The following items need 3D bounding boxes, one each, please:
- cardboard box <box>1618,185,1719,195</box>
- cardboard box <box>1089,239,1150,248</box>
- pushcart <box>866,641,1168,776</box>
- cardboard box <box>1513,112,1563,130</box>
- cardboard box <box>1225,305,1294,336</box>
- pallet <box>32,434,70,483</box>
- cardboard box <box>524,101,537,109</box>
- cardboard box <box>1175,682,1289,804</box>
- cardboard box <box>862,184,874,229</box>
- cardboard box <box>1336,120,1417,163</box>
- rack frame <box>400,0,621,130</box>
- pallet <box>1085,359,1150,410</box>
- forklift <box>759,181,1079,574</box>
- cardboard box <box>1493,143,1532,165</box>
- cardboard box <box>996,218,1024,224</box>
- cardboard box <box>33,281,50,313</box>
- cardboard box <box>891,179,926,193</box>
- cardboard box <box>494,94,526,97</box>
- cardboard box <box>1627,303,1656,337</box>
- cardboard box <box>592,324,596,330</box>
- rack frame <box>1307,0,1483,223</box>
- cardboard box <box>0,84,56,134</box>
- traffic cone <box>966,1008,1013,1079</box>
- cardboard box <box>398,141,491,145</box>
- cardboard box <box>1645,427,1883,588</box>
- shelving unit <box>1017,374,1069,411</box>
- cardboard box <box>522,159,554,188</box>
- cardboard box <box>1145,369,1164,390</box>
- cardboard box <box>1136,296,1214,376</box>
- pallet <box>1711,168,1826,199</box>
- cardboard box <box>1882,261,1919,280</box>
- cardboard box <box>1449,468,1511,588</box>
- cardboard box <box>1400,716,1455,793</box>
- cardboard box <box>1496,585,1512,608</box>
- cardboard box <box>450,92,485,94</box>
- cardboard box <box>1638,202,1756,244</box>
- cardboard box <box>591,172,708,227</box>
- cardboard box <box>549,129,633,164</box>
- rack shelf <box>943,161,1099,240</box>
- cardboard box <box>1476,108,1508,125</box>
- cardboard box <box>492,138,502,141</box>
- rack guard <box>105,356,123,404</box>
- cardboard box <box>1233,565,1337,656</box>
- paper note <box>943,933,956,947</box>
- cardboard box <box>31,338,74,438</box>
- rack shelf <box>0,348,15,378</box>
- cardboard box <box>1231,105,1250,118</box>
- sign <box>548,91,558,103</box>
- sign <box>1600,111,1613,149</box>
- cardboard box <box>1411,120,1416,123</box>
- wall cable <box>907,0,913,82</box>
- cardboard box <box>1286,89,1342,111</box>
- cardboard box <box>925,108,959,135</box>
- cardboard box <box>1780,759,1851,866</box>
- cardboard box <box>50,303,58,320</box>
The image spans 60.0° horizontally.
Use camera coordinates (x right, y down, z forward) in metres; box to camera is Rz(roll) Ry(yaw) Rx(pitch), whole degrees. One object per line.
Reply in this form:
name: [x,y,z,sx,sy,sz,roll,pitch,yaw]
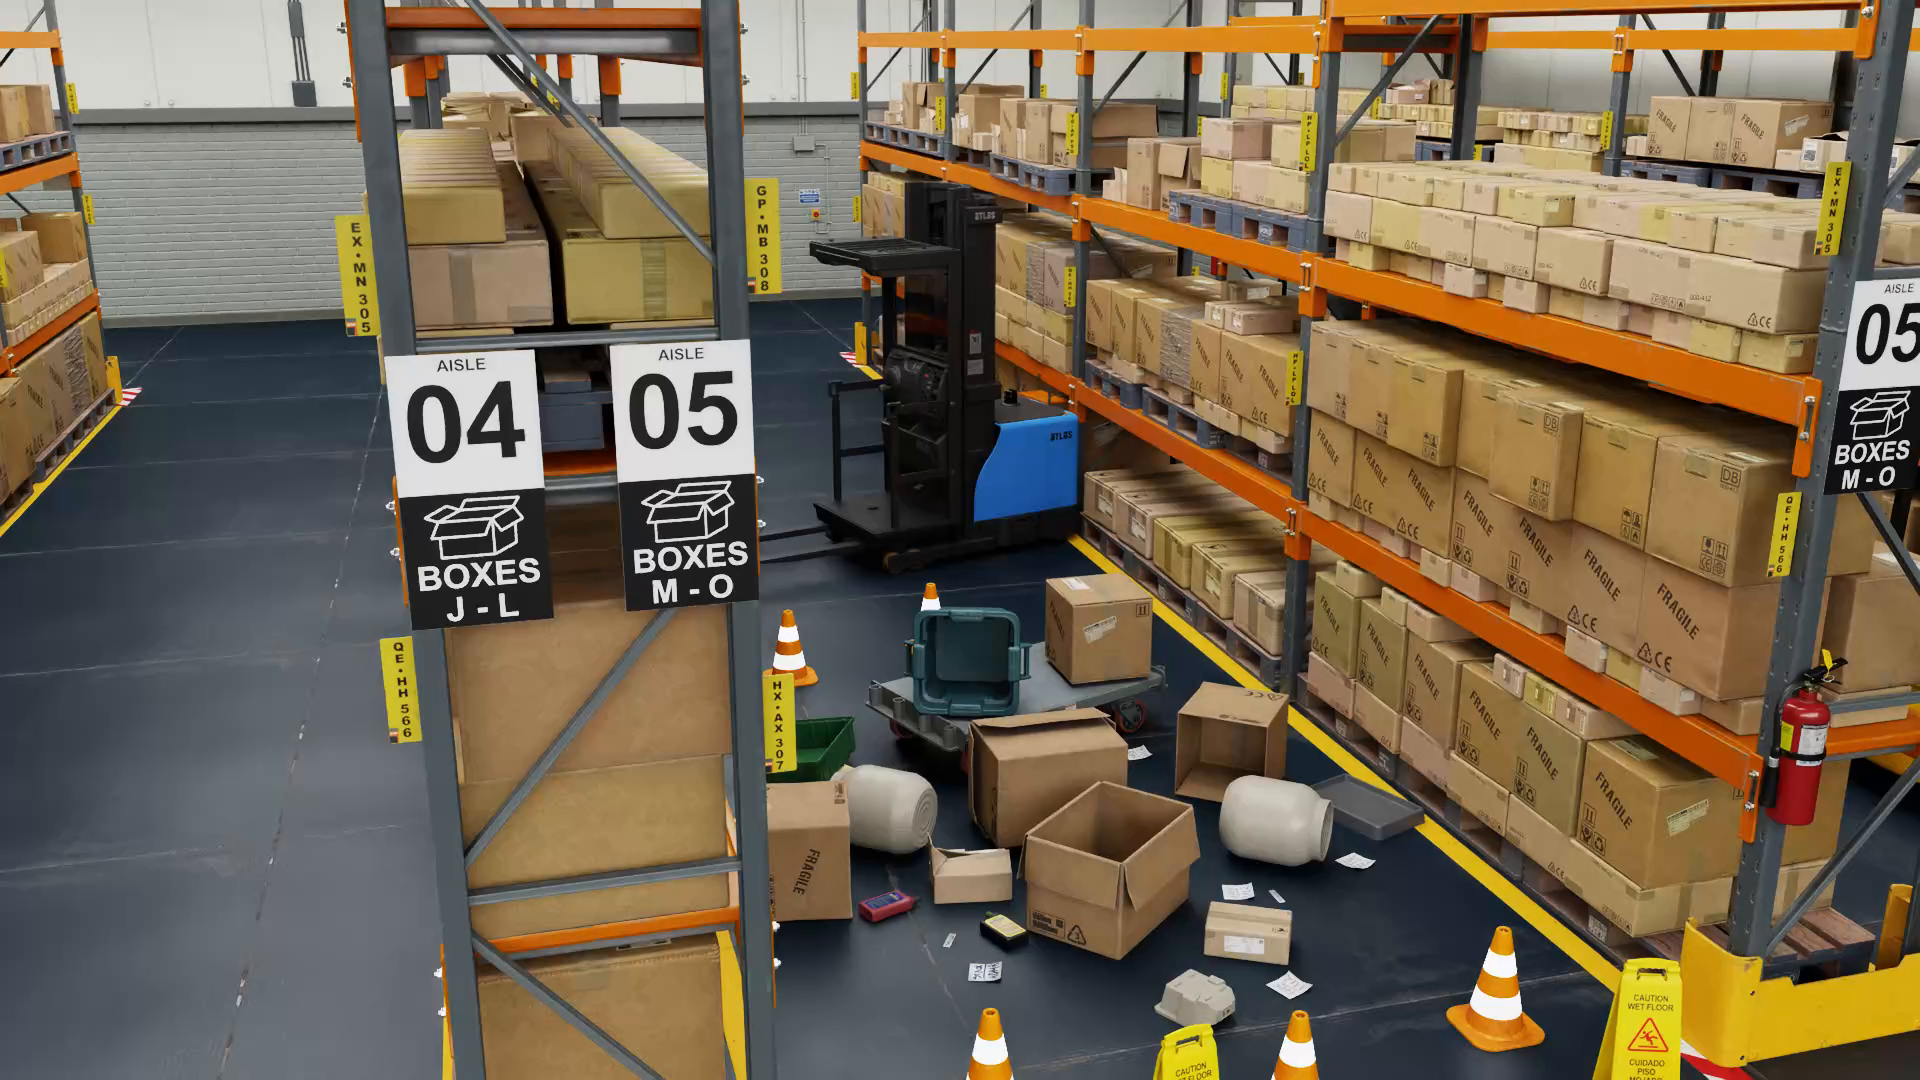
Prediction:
cardboard box: [3.342,-1.588,7.860,0.380,0.149,0.250,-4,17,-14]
cardboard box: [1.387,-2.384,14.761,0.500,0.500,0.500,-5,17,-15]
pushcart: [0.354,0.992,9.994,1.648,0.377,0.936,-12,20,-34]
cardboard box: [5.541,-4.017,15.948,0.380,0.149,0.250,-5,17,-16]
cardboard box: [1.987,-1.460,11.049,0.380,0.149,0.250,-5,17,-17]
pallet: [-9.328,-0.769,16.144,1.003,0.211,1.213,-5,17,-15]
cardboard box: [-4.245,-4.146,16.027,0.380,0.149,0.250,-5,17,-16]
cardboard box: [1.519,1.142,9.278,0.500,0.500,0.500,7,18,23]
cardboard box: [-0.907,-4.149,20.638,0.500,0.500,0.500,-5,17,-16]
cardboard box: [2.611,-2.594,10.821,0.500,0.250,0.500,-5,17,-16]
rack frame: [-2.199,-2.912,8.004,1.000,3.000,0.127,-5,17,-15]
pallet: [1.732,-1.284,13.346,1.213,0.211,1.003,-5,17,-15]
forklift: [-0.534,-1.312,13.224,3.031,2.935,1.130,-10,19,-30]
cardboard box: [5.554,-3.723,16.179,0.500,0.250,0.500,-5,17,-15]
cardboard box: [0.345,-2.915,16.530,0.500,0.500,0.500,-5,17,-16]
cardboard box: [-9.351,-2.390,16.437,0.500,0.250,0.500,-4,17,-14]
cardboard box: [-0.591,-4.135,19.464,0.380,0.149,0.250,-5,17,-15]
cardboard box: [-4.890,-4.798,18.196,0.380,0.149,0.250,-5,17,-17]
cardboard box: [3.119,-0.962,7.164,0.380,0.149,0.250,-5,17,-15]
cardboard box: [-1.095,-0.828,5.812,0.380,0.149,0.250,-5,17,-15]
rack frame: [2.533,-3.331,9.400,1.000,3.000,0.127,-5,17,-15]
cardboard box: [-10.099,-4.588,17.720,0.700,0.500,0.500,-6,18,-19]
traffic cone: [0.120,2.023,6.412,0.336,0.463,0.334,-5,17,-15]
cardboard box: [-2.144,-1.577,6.919,0.380,0.149,0.250,-5,17,-15]
cardboard box: [3.282,-0.145,6.792,0.700,0.500,0.500,-5,17,-17]
shelving unit: [0.712,-0.808,14.529,0.258,1.200,0.503,-8,20,-30]
cardboard box: [-1.817,-1.679,7.954,0.500,0.250,0.500,-5,17,-16]
cardboard box: [1.617,-1.242,12.581,0.380,0.149,0.250,-4,17,-12]
cardboard box: [1.637,-1.523,12.388,0.500,0.500,0.500,-4,17,-14]
pallet: [6.788,-2.814,13.222,1.003,0.211,1.213,-4,17,-13]
cardboard box: [3.750,-1.019,6.660,0.500,0.250,0.500,-5,17,-16]
cardboard box: [2.829,-0.090,8.346,0.500,0.500,0.500,-4,17,-15]
cardboard box: [2.741,1.135,9.008,0.500,0.250,0.500,-5,17,-16]
cardboard box: [2.922,0.258,8.317,0.380,0.149,0.250,-5,17,-15]
cardboard box: [-5.627,-5.046,19.020,0.380,0.149,0.250,-5,17,-16]
cardboard box: [3.113,-1.338,7.028,0.380,0.149,0.250,-5,17,-15]
cardboard box: [-0.953,-1.066,5.221,0.380,0.149,0.250,-5,17,-15]
cardboard box: [-1.723,-1.840,7.797,0.380,0.149,0.250,-5,17,-15]
rack shelf: [0.884,-3.210,15.460,1.077,0.370,4.000,-5,17,-15]
cardboard box: [5.246,-4.234,16.634,0.380,0.149,0.250,-5,17,-15]
cardboard box: [-3.699,-2.768,12.564,0.500,0.500,0.500,-5,17,-15]
rack guard: [-10.300,-1.803,19.087,1.175,0.500,0.348,-5,17,-15]
cardboard box: [2.386,0.454,11.063,0.950,0.372,0.625,-4,17,-15]
paper note: [-0.048,1.862,7.736,0.032,0.001,0.123,4,17,13]
cardboard box: [-9.546,-1.509,16.725,0.875,0.875,0.875,-5,17,-15]
rack shelf: [-8.645,-0.990,13.284,1.077,0.370,4.000,-5,17,-15]
cardboard box: [3.866,-5.534,21.690,0.500,0.250,0.500,-5,17,-16]
sign: [-3.865,-4.169,15.821,0.100,0.325,0.005,-5,17,-15]
sign: [5.683,-3.600,14.610,0.100,0.325,0.005,-5,17,-15]
cardboard box: [5.007,-4.379,17.635,0.380,0.149,0.250,-5,17,-15]
wall cable: [-1.875,-8.260,25.810,2.355,3.000,0.029,-5,17,-15]
cardboard box: [4.310,-5.355,20.225,0.500,0.250,0.500,-4,17,-14]
cardboard box: [-0.149,-4.444,17.647,0.396,0.266,0.258,-4,17,-13]
cardboard box: [3.669,1.153,7.644,0.500,0.500,0.500,-5,18,-17]
cardboard box: [-9.386,-2.306,16.853,0.380,0.149,0.250,-5,17,-17]
